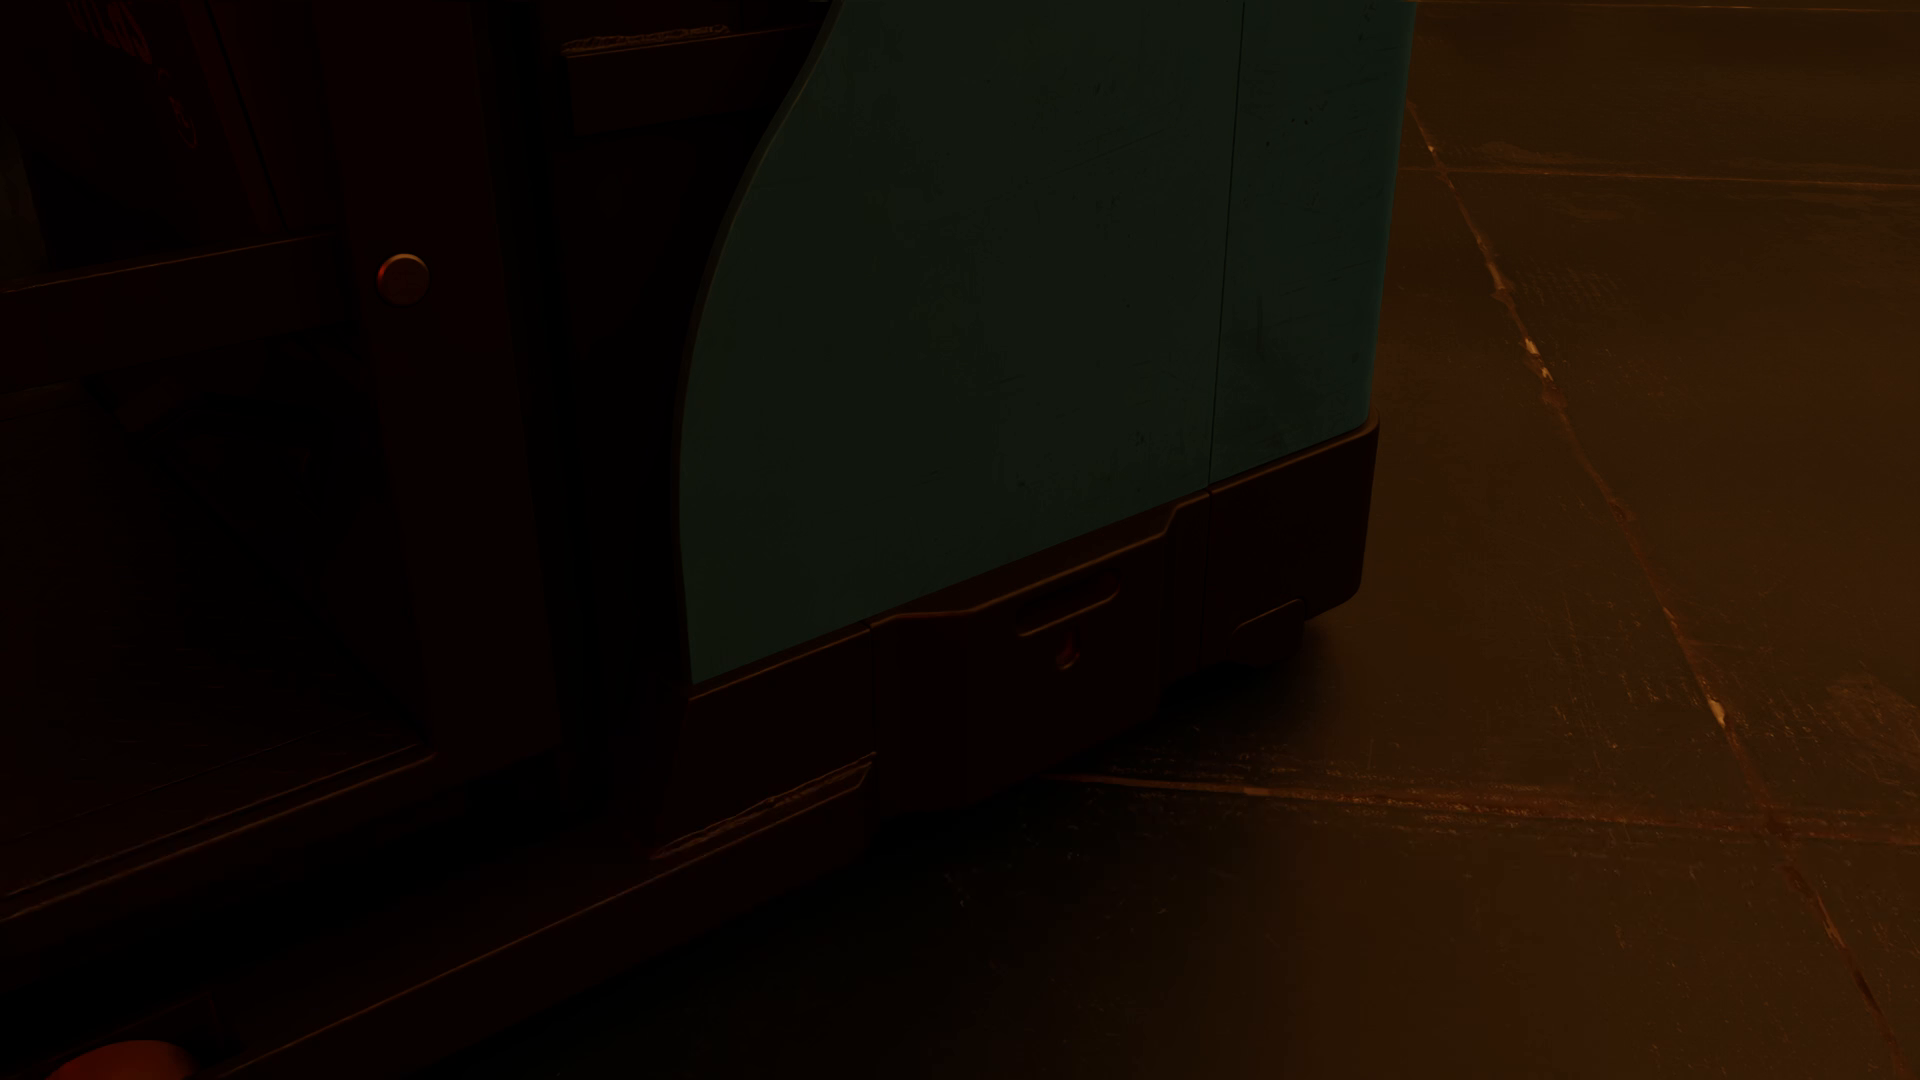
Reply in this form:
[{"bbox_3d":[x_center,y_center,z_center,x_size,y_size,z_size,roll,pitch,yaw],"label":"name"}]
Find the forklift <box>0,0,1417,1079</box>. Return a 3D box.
[{"bbox_3d":[-0.922,-0.946,1.113,3.031,2.935,1.130,-20,33,-35],"label":"forklift"}]
